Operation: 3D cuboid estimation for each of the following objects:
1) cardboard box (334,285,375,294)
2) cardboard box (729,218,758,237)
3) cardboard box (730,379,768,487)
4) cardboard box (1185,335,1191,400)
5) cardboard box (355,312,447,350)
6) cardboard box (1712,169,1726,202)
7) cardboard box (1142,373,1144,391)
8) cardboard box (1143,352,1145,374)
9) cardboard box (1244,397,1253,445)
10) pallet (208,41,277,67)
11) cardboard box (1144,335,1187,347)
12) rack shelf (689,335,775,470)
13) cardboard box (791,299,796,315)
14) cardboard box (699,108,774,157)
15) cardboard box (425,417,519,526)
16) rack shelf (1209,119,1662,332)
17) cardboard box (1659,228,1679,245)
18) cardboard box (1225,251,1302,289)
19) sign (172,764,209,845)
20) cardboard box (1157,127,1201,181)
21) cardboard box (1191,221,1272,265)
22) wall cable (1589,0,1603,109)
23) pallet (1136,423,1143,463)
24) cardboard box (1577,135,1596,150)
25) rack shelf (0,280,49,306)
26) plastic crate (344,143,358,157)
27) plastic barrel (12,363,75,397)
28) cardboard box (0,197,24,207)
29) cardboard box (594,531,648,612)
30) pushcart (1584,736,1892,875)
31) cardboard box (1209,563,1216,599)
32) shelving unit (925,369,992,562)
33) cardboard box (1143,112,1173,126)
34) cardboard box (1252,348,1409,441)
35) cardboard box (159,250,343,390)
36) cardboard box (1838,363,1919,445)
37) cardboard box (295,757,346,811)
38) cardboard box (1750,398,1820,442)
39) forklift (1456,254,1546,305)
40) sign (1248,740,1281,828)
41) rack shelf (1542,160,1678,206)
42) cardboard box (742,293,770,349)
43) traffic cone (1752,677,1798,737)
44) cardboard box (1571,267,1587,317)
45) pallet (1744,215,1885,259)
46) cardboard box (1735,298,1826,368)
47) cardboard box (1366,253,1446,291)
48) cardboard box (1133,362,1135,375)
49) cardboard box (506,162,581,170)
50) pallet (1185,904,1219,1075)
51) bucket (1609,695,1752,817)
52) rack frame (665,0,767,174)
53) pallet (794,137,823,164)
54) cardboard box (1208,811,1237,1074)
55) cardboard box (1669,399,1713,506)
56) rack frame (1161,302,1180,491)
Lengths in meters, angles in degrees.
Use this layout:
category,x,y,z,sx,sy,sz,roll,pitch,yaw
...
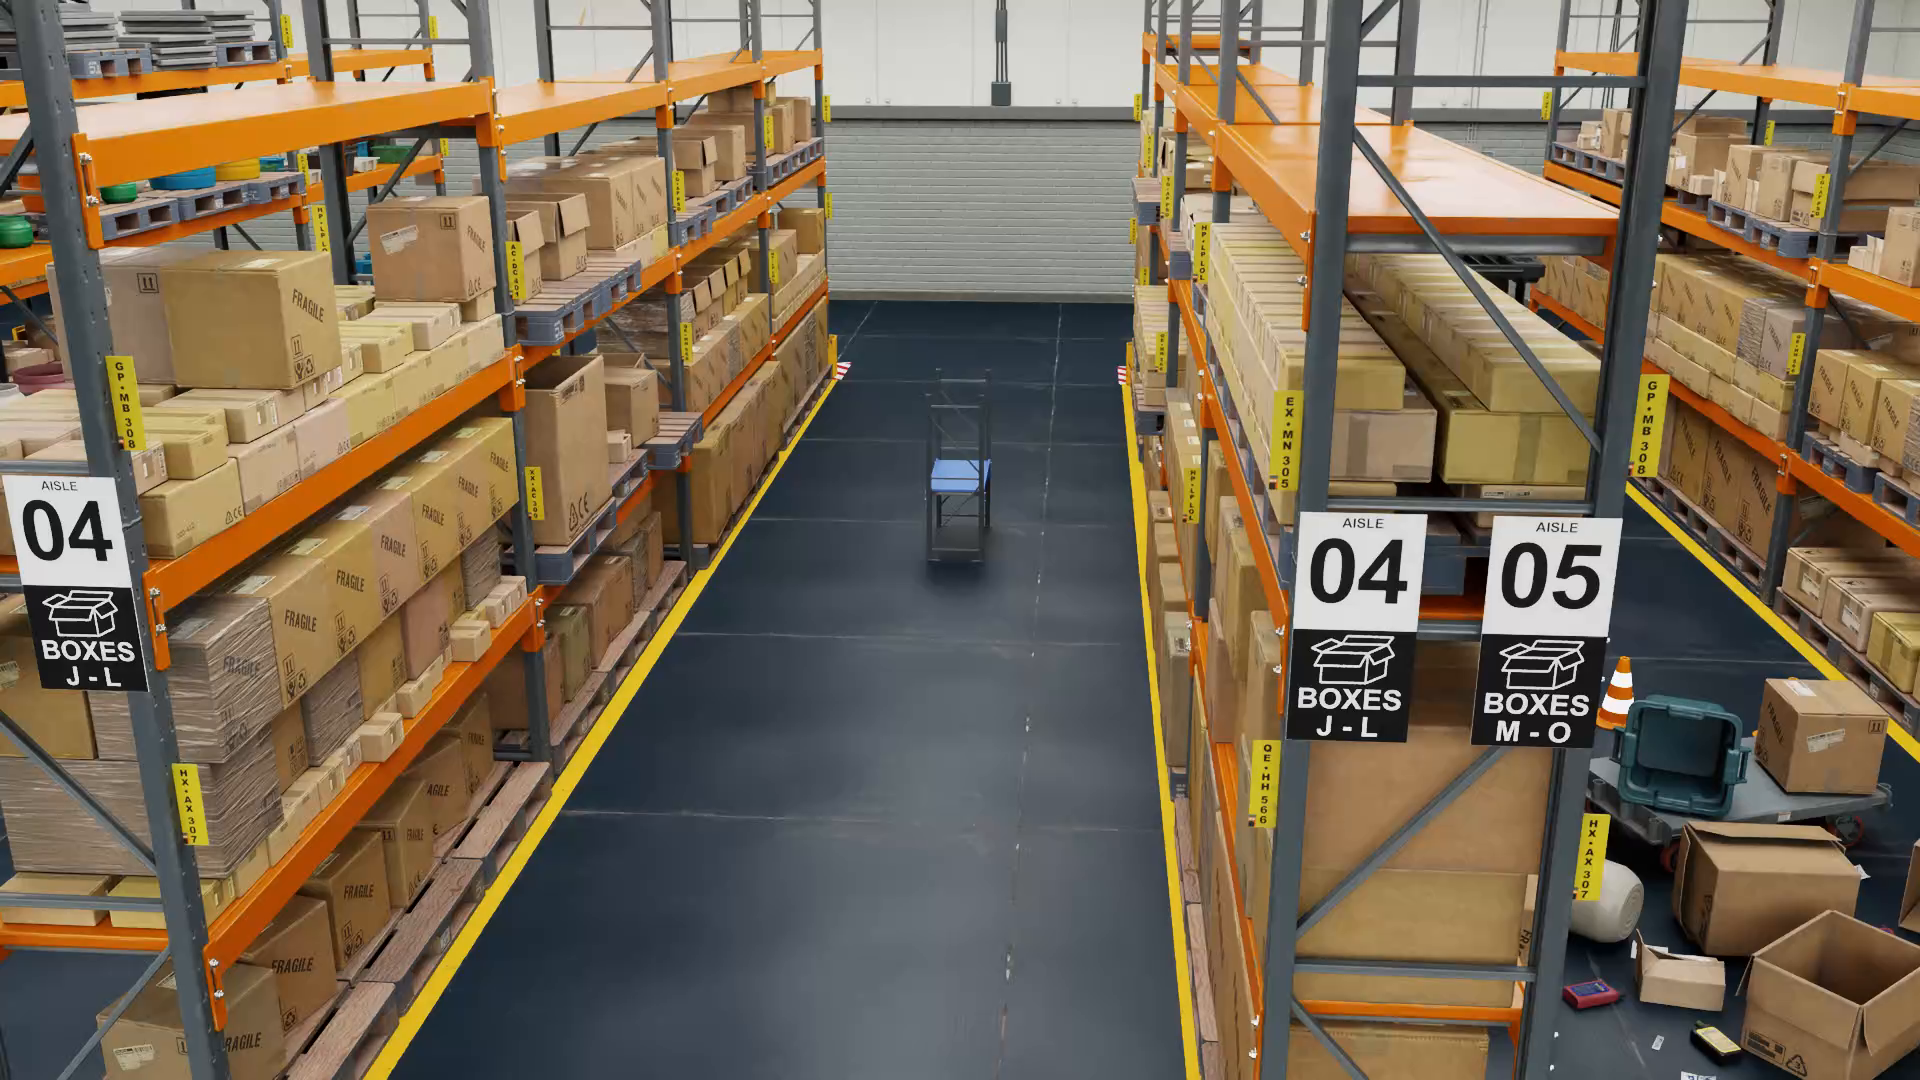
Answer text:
category,x,y,z,sx,sy,sz,roll,pitch,yaw
cardboard box,-3.404,-1.324,9.256,0.380,0.149,0.250,1,18,2
cardboard box,-2.584,-3.568,19.881,0.500,0.500,0.500,1,18,2
cardboard box,-2.589,-1.072,16.442,1.225,0.875,0.875,1,18,2
cardboard box,2.111,-1.358,12.810,0.700,0.500,0.500,1,18,4
cardboard box,-2.845,-1.063,8.461,0.380,0.149,0.250,1,18,2
cardboard box,6.904,-3.139,14.737,0.396,0.266,0.258,3,18,8
cardboard box,1.767,-1.375,14.358,0.380,0.149,0.250,2,18,5
cardboard box,1.768,-1.524,14.335,0.380,0.149,0.250,2,18,5
cardboard box,1.338,-0.470,6.618,0.380,0.149,0.250,1,18,3
pallet,-7.469,-4.783,16.340,1.003,0.211,1.213,1,18,4
cardboard box,1.770,-1.659,14.269,0.380,0.149,0.250,2,18,6
rack shelf,-2.644,-1.396,15.847,1.077,0.370,4.000,1,18,4
cardboard box,-2.075,-2.648,18.919,0.380,0.149,0.250,1,18,3
cardboard box,-2.461,-4.490,18.323,0.700,0.500,0.500,2,18,7
cardboard box,-2.832,-0.392,9.386,0.500,0.500,0.500,1,18,4
rack shelf,1.723,-1.430,6.959,1.077,0.370,4.000,1,18,4
cardboard box,7.216,-3.151,17.240,0.380,0.149,0.250,2,18,5
cardboard box,1.430,-1.242,7.693,0.380,0.149,0.250,1,18,5
sign,-2.819,0.969,6.085,0.100,0.325,0.005,1,18,4
cardboard box,2.303,-3.774,16.298,0.700,0.500,0.500,1,18,4
cardboard box,1.772,-1.911,10.757,0.500,0.311,0.500,1,18,2
wall cable,8.548,-7.986,25.170,2.355,3.000,0.029,1,18,4
pallet,2.452,-1.101,18.271,1.003,0.211,1.213,1,18,4
cardboard box,7.364,-4.600,19.223,0.380,0.149,0.250,2,18,6
rack shelf,-12.238,-2.860,20.317,1.077,0.370,4.000,1,18,4
plastic crate,-7.537,-4.639,19.873,0.504,0.338,0.767,1,18,4
plastic barrel,-7.458,-1.141,13.696,0.600,0.536,0.708,1,18,4
cardboard box,-11.887,-4.045,21.010,0.500,0.500,0.500,2,18,5
cardboard box,-2.842,0.244,12.997,0.700,0.500,0.500,0,18,-1
pushcart,4.533,1.558,9.890,1.648,0.377,0.936,-5,19,-15
cardboard box,1.852,0.312,9.241,0.875,0.550,0.550,1,18,4
shelving unit,-0.006,-0.686,14.936,0.538,1.500,1.048,1,18,4
cardboard box,2.329,-4.908,19.391,0.380,0.149,0.250,2,18,5
cardboard box,1.372,-0.546,6.209,0.500,0.250,0.500,1,18,4
cardboard box,-2.985,-0.939,7.039,0.500,0.500,0.500,1,18,4
cardboard box,6.804,-0.987,12.132,0.500,0.500,0.500,2,18,7
cardboard box,-3.010,1.094,7.497,0.380,0.149,0.250,1,18,4
cardboard box,6.875,-0.987,13.685,0.500,0.250,0.500,1,18,2
forklift,4.657,-1.595,15.410,1.130,2.935,3.031,2,18,5
sign,1.039,0.831,5.656,0.100,0.325,0.005,1,18,4
rack shelf,7.528,-3.842,18.497,1.077,0.370,4.000,1,18,4
cardboard box,-2.261,-2.255,17.154,0.500,0.500,0.500,1,18,4
traffic cone,5.503,1.136,11.039,0.336,0.463,0.334,1,18,4
cardboard box,7.268,-2.813,18.858,0.500,0.500,0.500,2,18,6
pallet,7.091,-2.432,13.341,1.213,0.211,1.003,2,18,6
cardboard box,6.902,-1.744,13.988,0.500,0.500,0.500,2,18,5
cardboard box,2.086,-1.229,7.653,0.380,0.149,0.250,1,18,4
cardboard box,2.370,-2.148,20.893,0.380,0.149,0.250,2,18,5
cardboard box,-3.117,-2.529,12.371,0.500,0.500,0.500,1,18,4
pallet,1.649,2.208,8.174,1.003,0.211,1.213,1,18,4
bucket,4.156,1.195,9.602,0.726,0.611,0.620,8,10,23
rack frame,-2.500,-5.210,16.697,1.000,3.000,0.127,1,18,4
pallet,-2.256,-4.754,20.265,1.003,0.211,1.213,1,18,4
cardboard box,1.623,1.835,7.570,0.875,0.875,0.875,1,18,3
cardboard box,7.363,-0.852,15.772,0.875,0.875,0.875,2,18,6
rack frame,2.153,-0.974,13.406,1.000,3.000,0.127,1,18,4
